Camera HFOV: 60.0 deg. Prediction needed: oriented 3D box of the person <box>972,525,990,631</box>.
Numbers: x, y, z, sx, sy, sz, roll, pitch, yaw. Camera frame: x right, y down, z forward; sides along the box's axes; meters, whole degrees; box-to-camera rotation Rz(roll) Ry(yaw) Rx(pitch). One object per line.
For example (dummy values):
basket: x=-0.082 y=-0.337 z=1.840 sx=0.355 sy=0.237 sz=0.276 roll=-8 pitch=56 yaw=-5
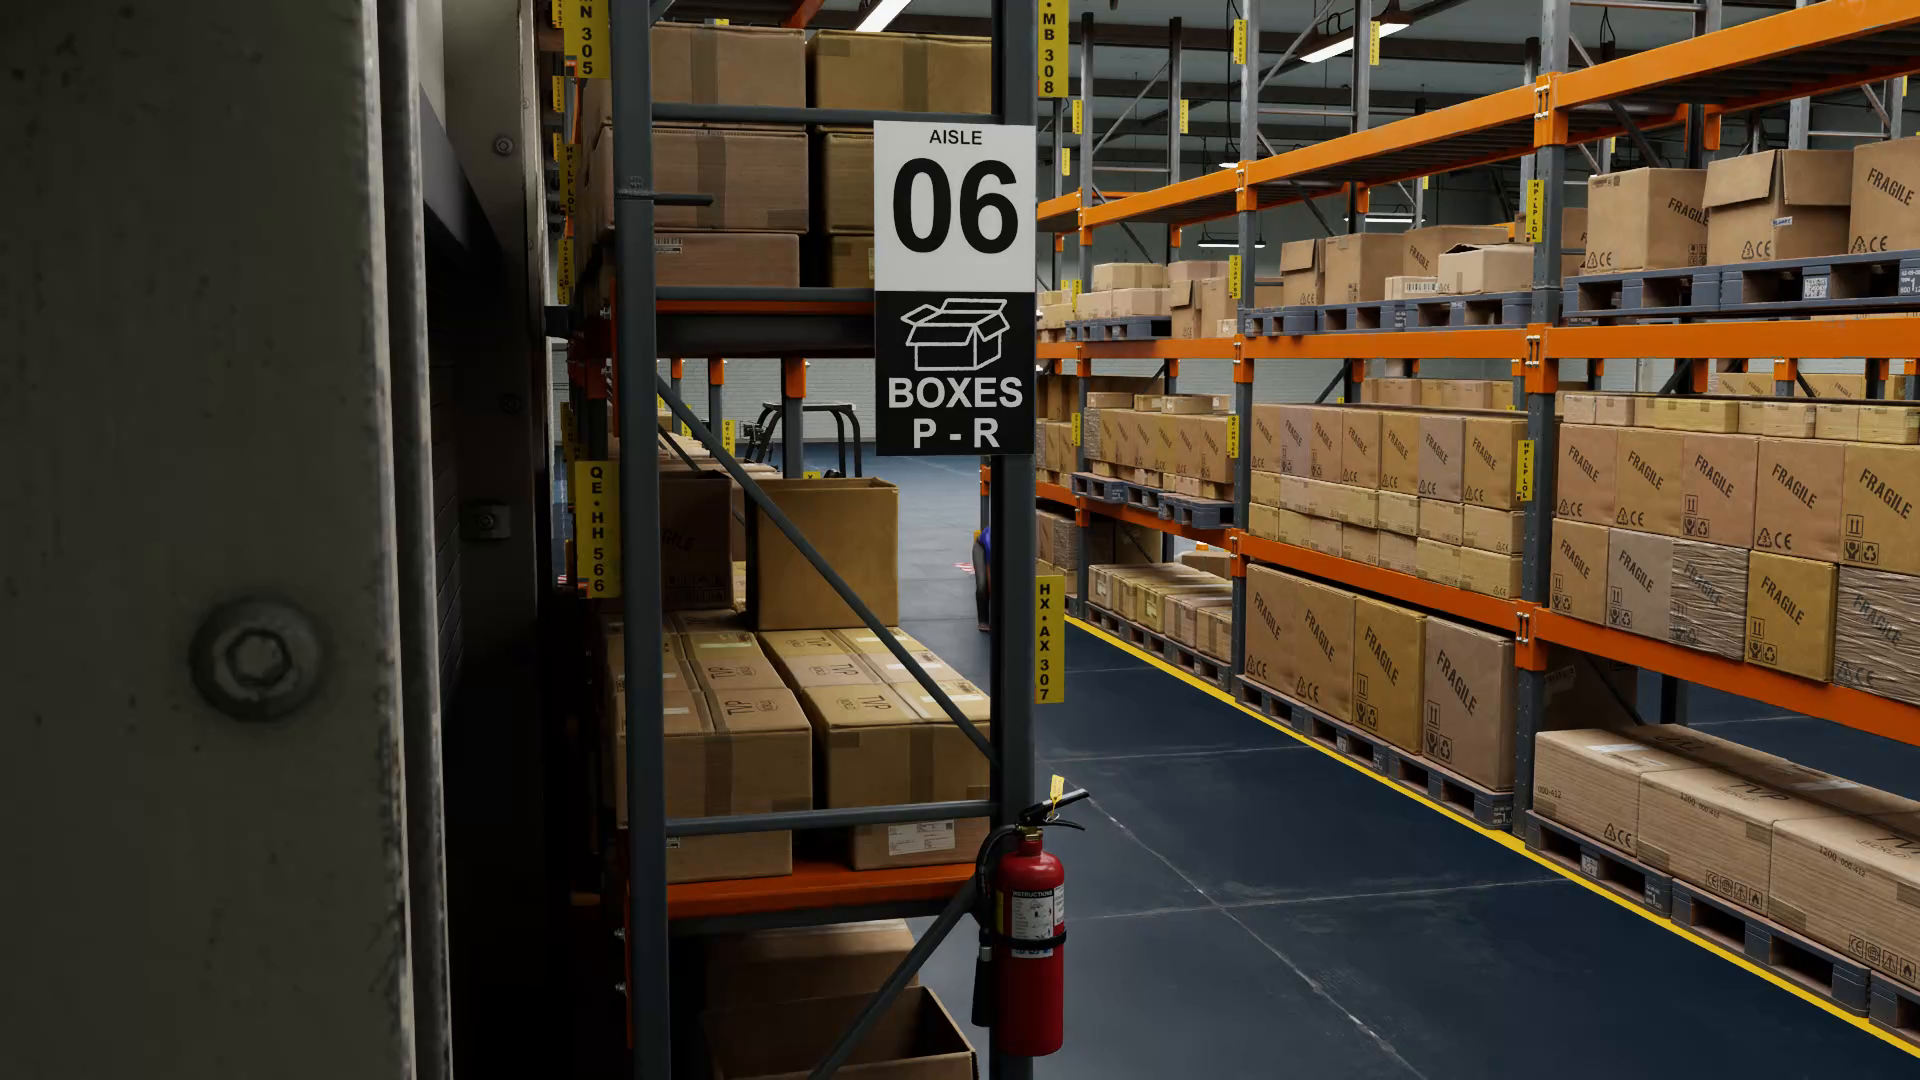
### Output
person: x=0.393 y=0.332 z=16.142 sx=0.439 sy=1.125 sz=0.846 roll=-2 pitch=7 yaw=-17
